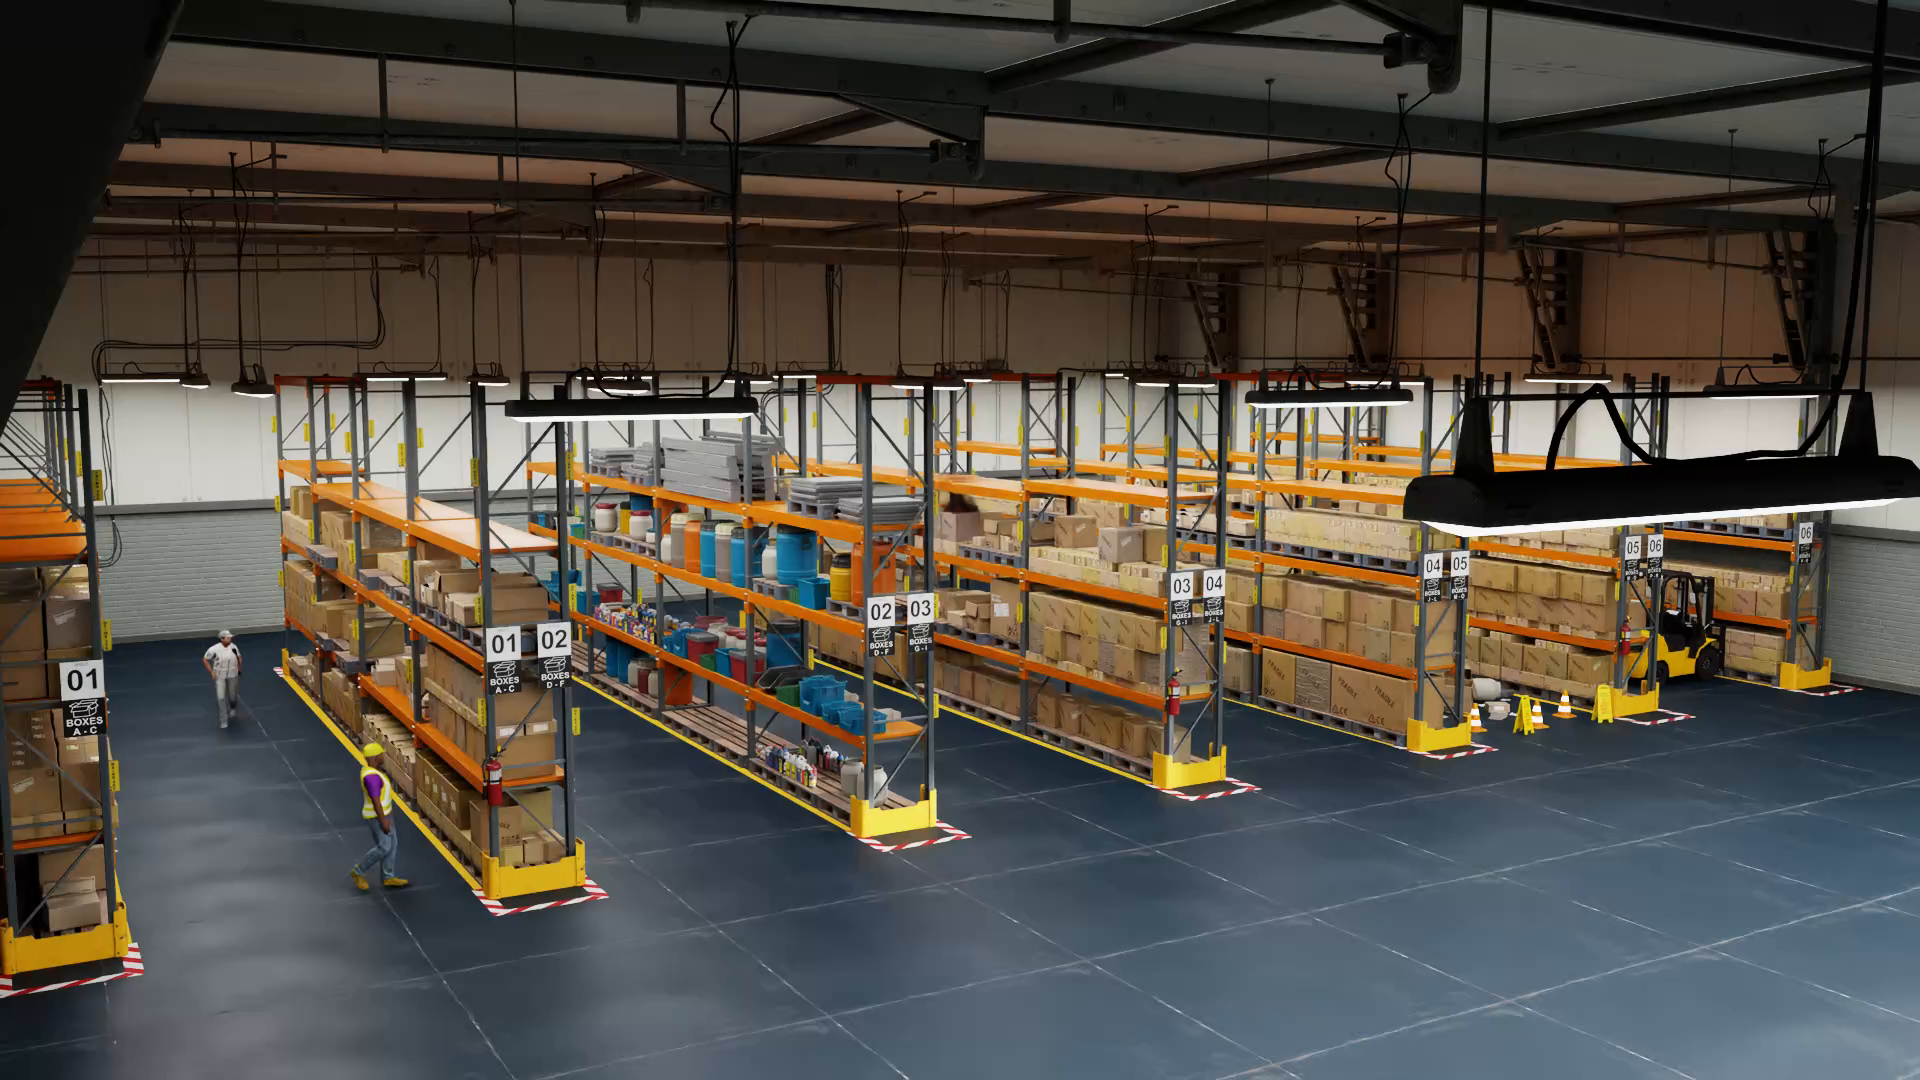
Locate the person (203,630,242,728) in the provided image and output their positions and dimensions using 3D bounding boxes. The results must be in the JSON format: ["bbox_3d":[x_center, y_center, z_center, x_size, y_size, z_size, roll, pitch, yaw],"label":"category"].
[{"bbox_3d":[-12.754,2.396,28.798,0.623,1.697,0.746,-3,7,-24],"label":"person"}]

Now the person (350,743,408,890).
[{"bbox_3d":[-6.977,3.295,19.918,0.646,1.754,0.600,-1,6,-7],"label":"person"}]

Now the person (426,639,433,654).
[{"bbox_3d":[-9.446,2.211,30.339,0.607,1.621,1.064,-4,8,-34],"label":"person"}]
